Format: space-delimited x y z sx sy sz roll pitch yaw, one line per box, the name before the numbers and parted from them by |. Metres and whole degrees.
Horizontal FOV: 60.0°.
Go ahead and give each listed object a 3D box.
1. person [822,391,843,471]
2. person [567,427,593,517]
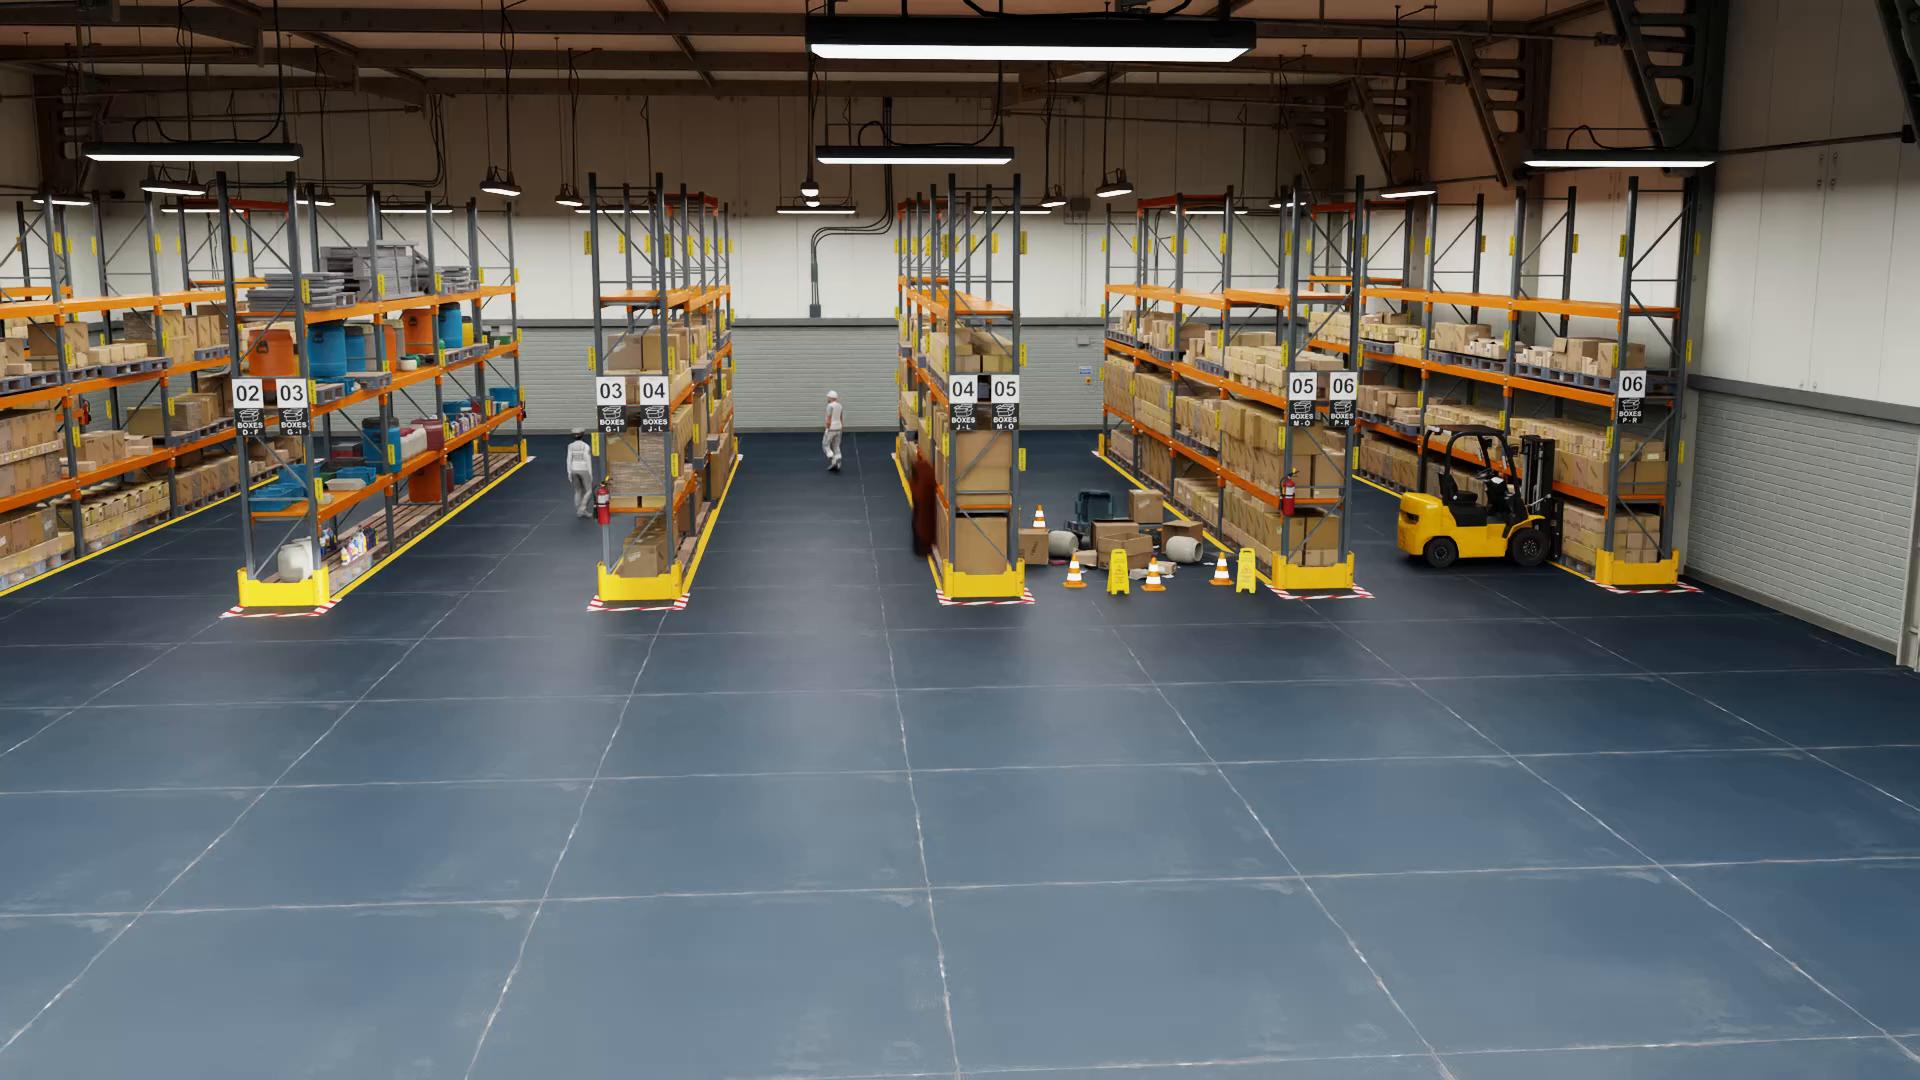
person | -2.858 -2.493 37.475 0.422 1.725 0.572 7 12 35
person | -7.095 -1.251 30.984 0.521 1.680 0.485 4 11 20
